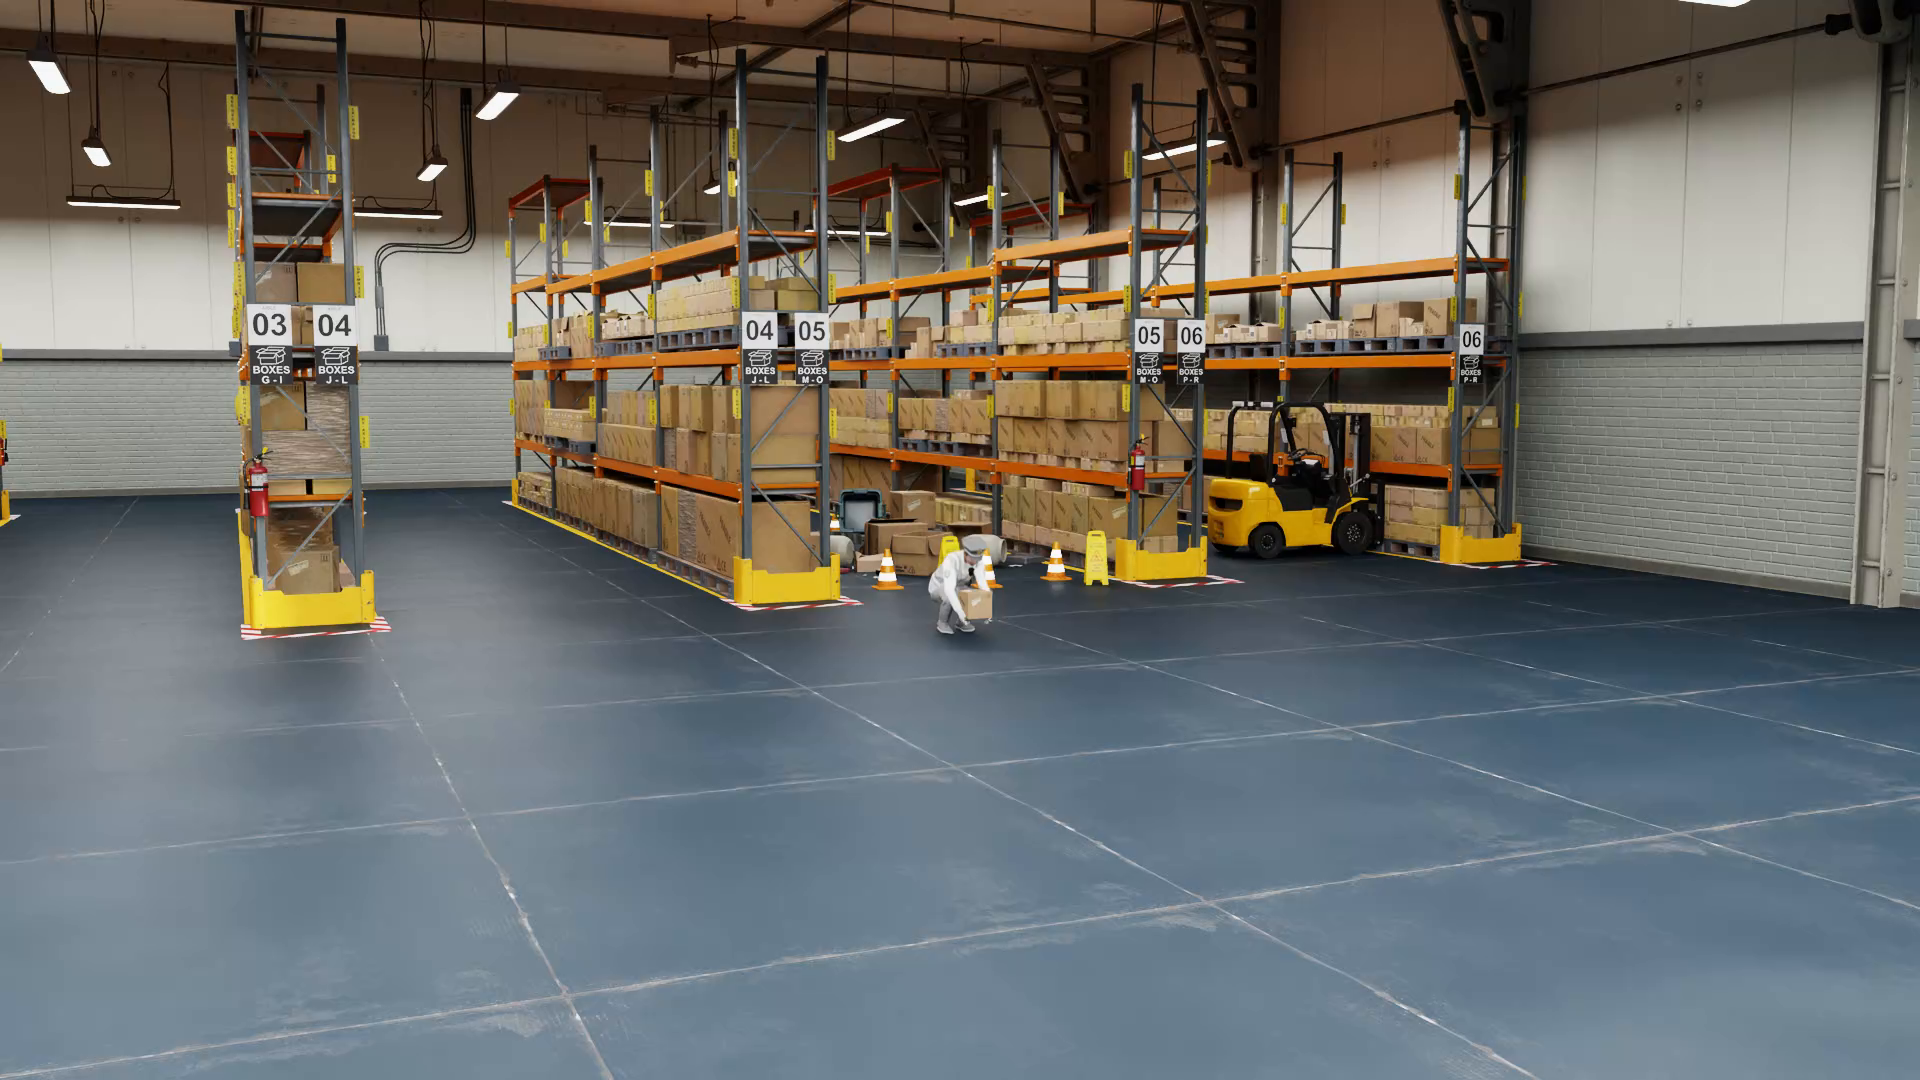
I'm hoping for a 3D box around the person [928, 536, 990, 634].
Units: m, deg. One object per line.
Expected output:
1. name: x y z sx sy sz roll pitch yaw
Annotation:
1. person: 0.006 0.435 16.191 0.467 0.971 0.836 -3 6 -25
